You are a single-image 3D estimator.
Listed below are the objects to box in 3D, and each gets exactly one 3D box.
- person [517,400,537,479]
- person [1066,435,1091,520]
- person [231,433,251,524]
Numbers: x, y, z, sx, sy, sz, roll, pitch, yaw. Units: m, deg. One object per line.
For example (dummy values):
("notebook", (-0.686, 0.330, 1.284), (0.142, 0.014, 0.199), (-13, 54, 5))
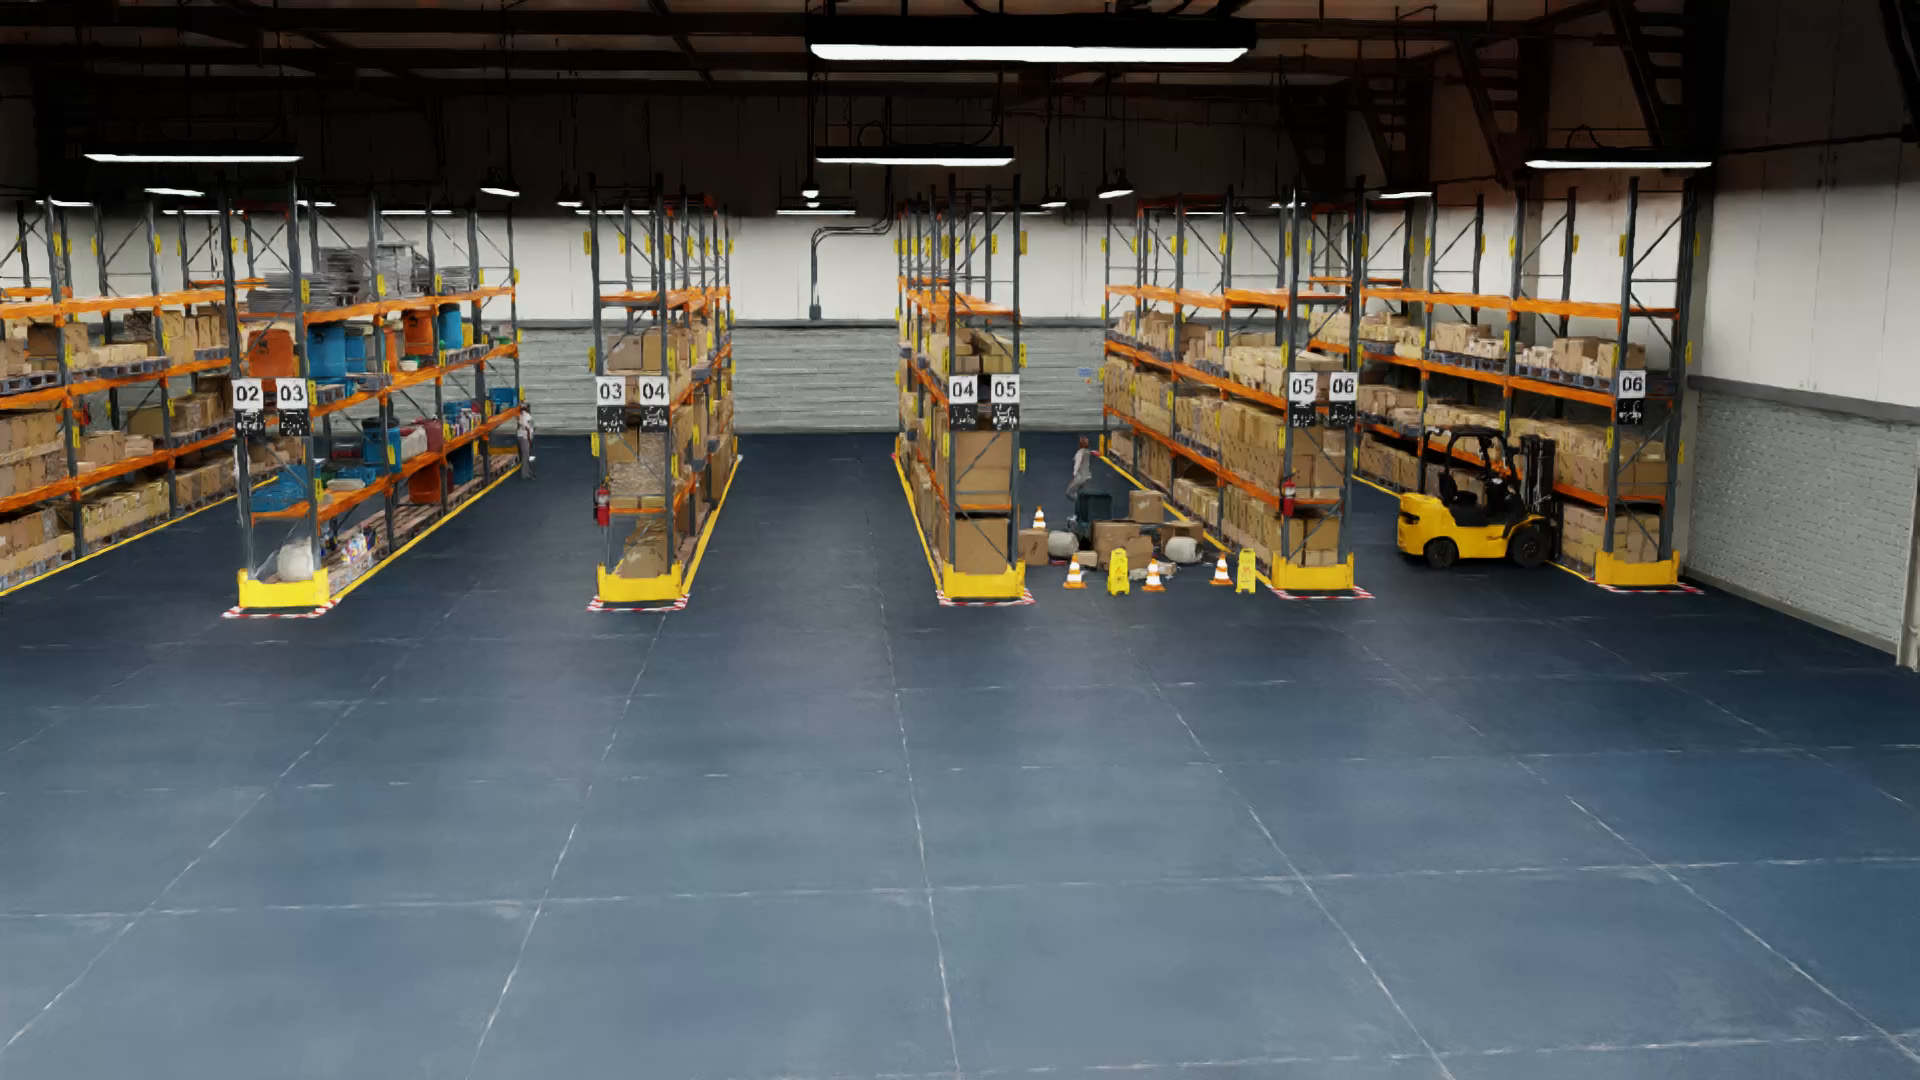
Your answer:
("person", (-9.424, -2.199, 36.255), (0.440, 1.683, 0.551), (-6, 12, -30))
("person", (2.176, -1.114, 30.208), (0.509, 1.571, 0.525), (5, 11, 25))
("person", (-13.073, -1.113, 30.312), (0.362, 1.727, 0.538), (-6, 12, -31))
